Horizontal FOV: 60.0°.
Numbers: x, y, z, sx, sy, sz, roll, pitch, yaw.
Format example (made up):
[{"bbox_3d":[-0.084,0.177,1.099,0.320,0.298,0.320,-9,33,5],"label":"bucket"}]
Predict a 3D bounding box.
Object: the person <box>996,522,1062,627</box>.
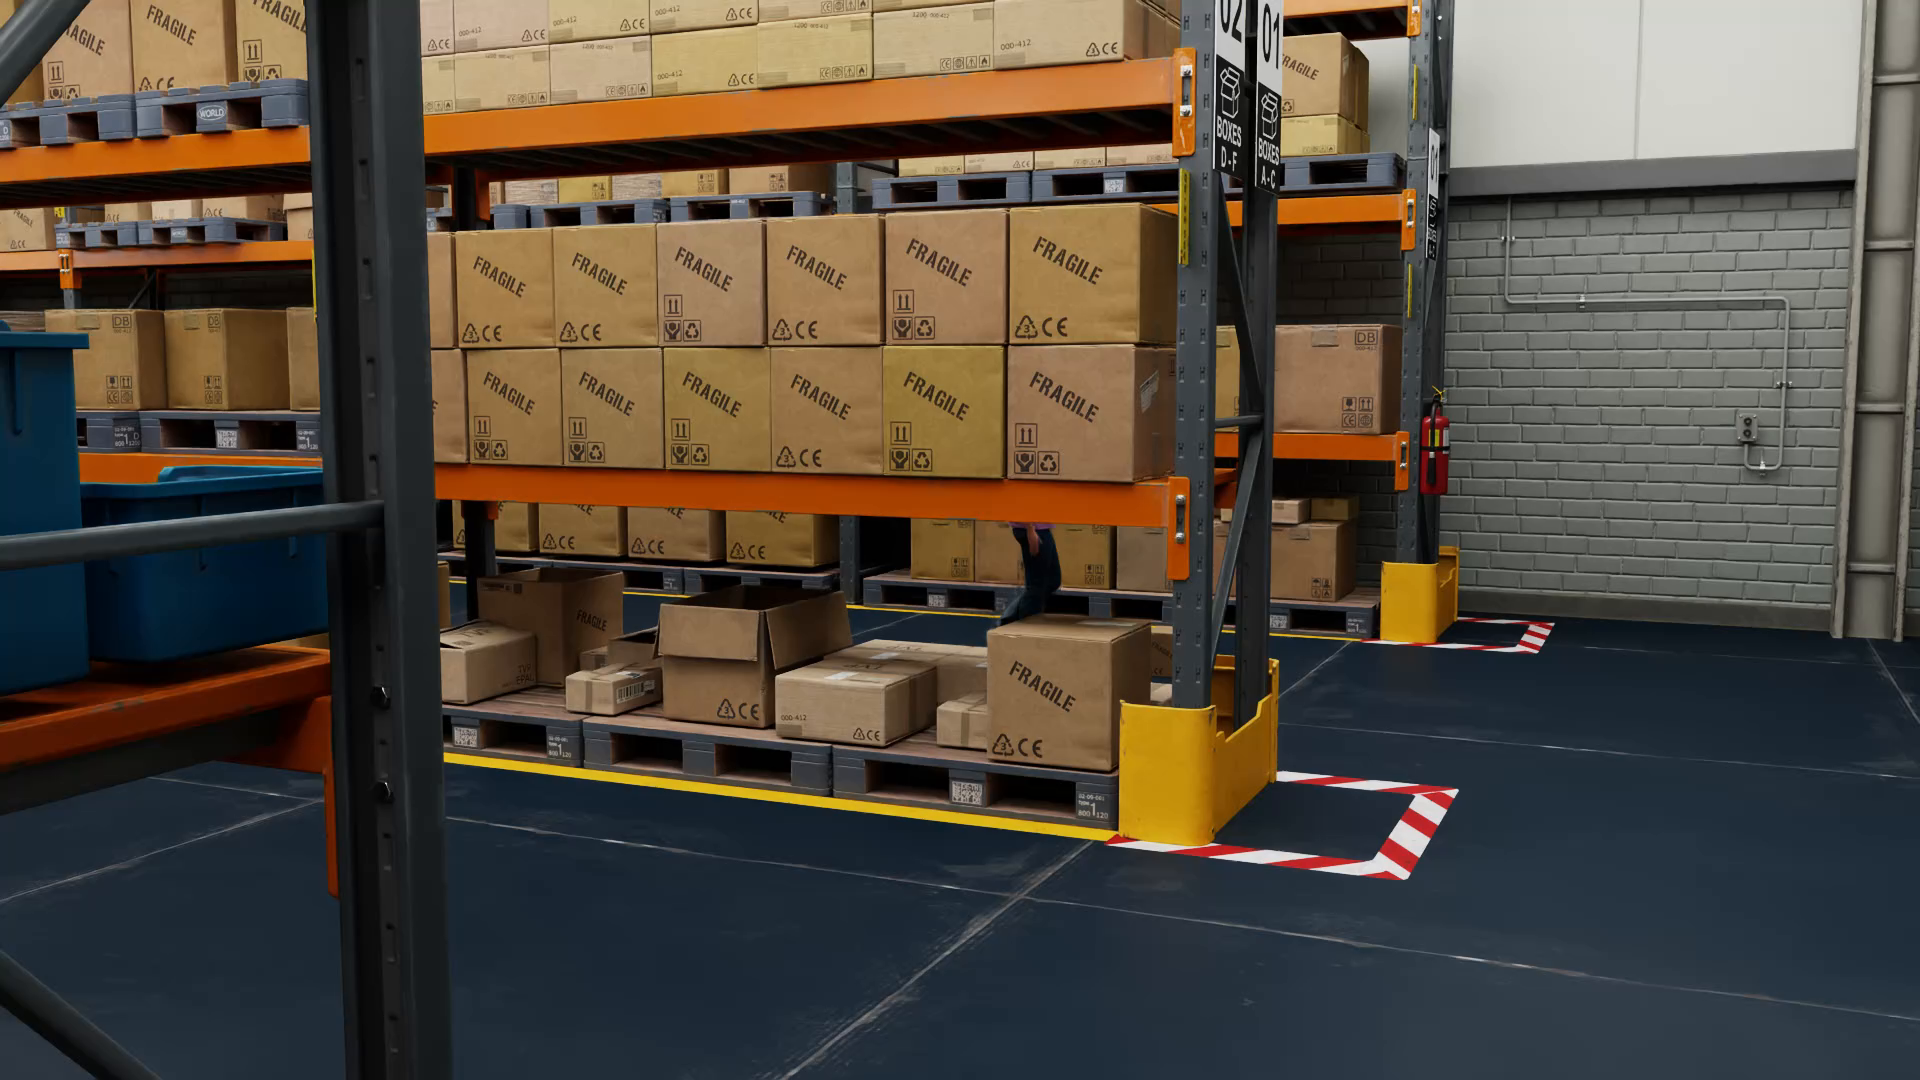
[{"bbox_3d":[0.411,-0.061,9.495,0.441,1.588,0.432,0,6,-3],"label":"person"}]
